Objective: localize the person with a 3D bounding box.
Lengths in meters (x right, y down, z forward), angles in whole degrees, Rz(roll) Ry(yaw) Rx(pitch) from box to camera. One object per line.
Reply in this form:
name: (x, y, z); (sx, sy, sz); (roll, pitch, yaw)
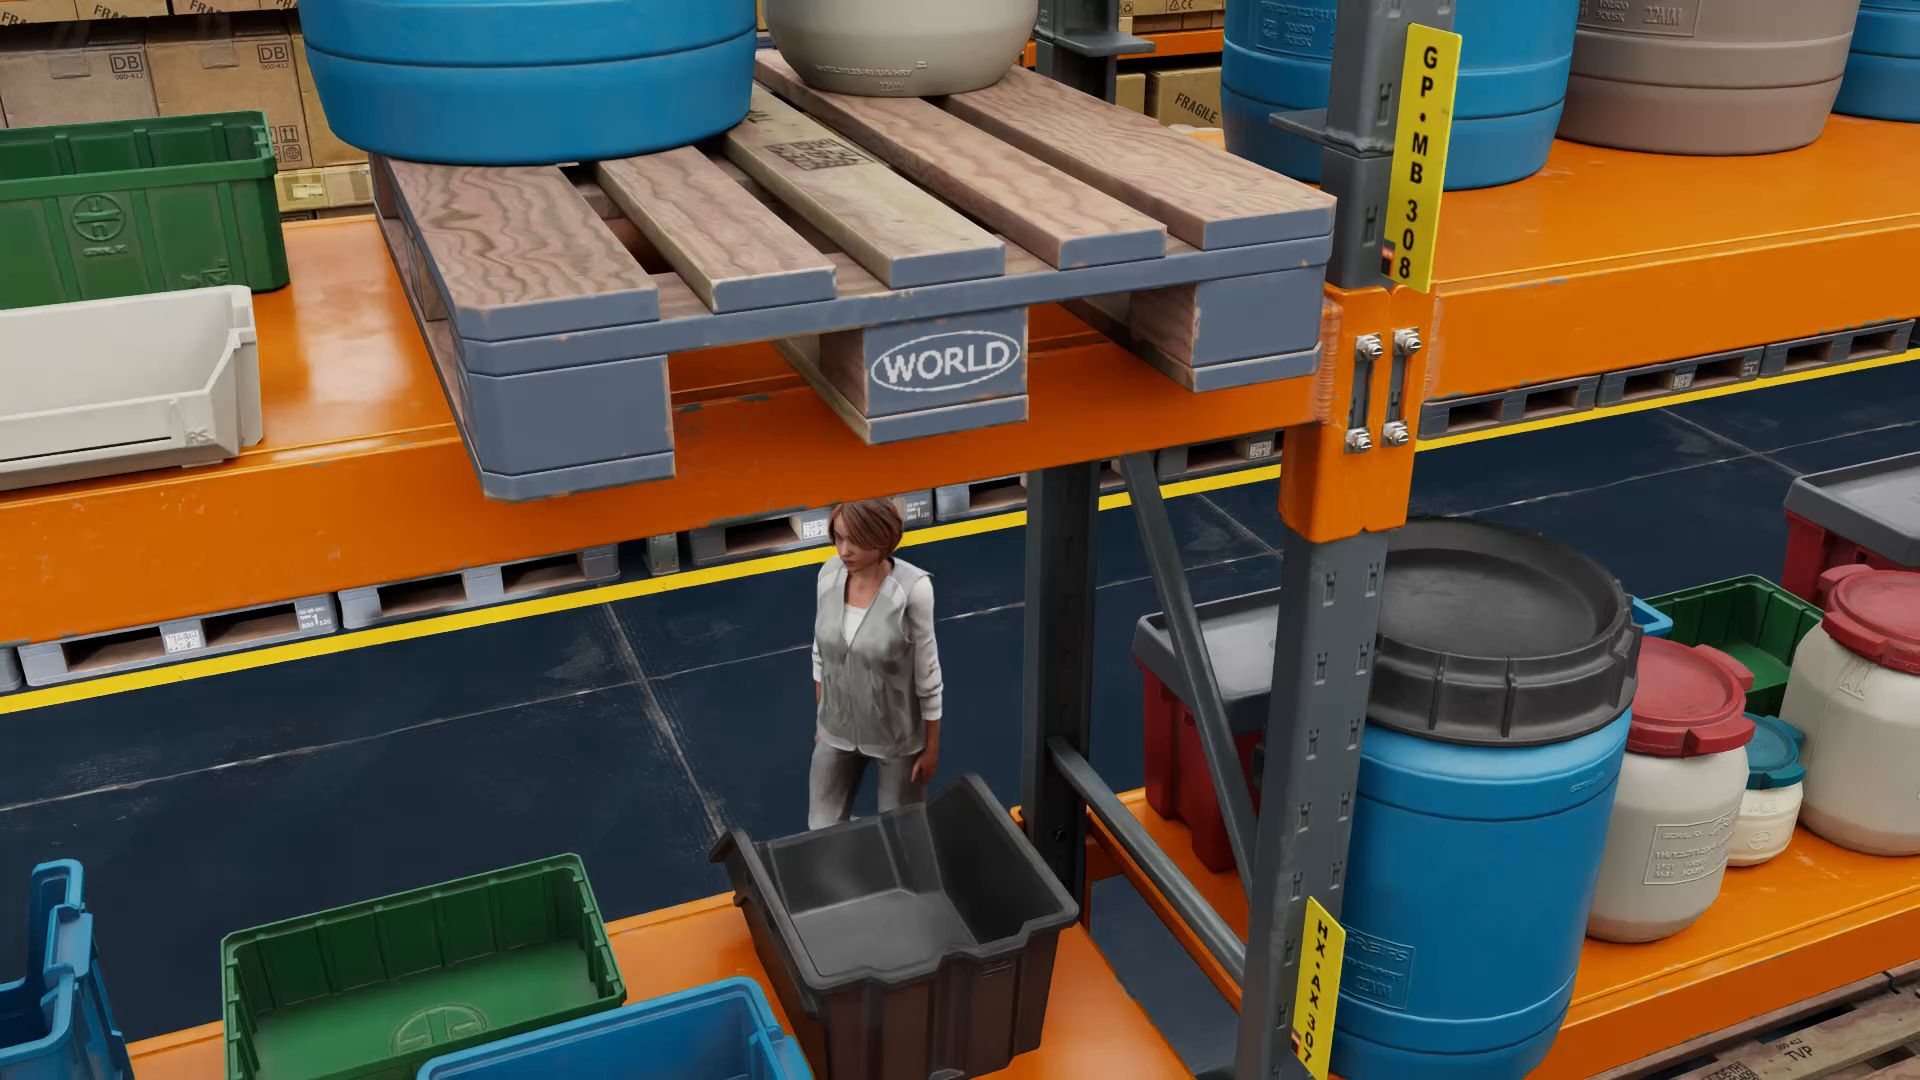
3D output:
person: (-0.248, 0.585, 4.927); (0.430, 1.579, 0.519); (10, 28, 20)
